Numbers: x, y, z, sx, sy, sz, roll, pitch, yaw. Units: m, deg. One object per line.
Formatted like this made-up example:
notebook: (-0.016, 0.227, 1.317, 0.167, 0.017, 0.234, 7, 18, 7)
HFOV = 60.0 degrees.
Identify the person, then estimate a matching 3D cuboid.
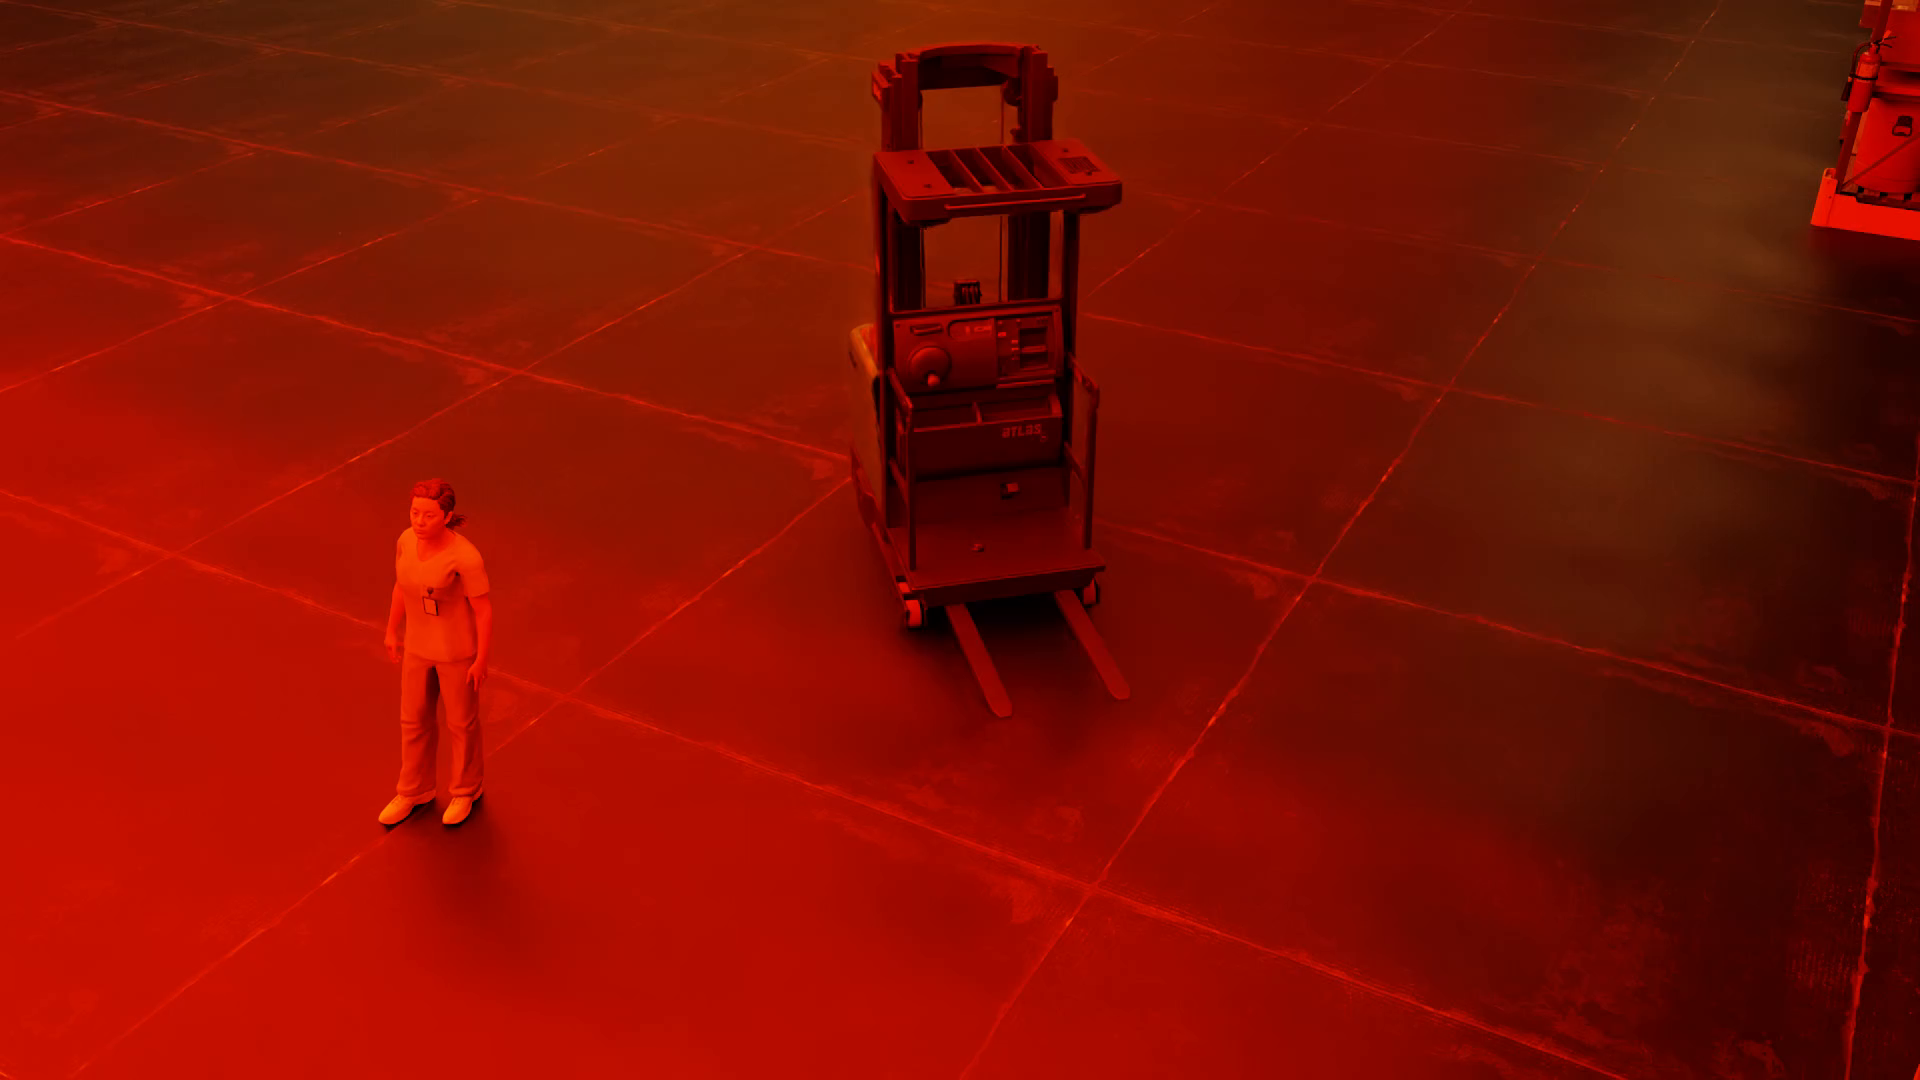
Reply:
person: (-2.351, 0.527, 7.410, 0.549, 1.662, 0.549, 12, 32, 19)

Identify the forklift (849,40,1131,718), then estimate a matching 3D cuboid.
forklift: (0.156, -0.990, 8.785, 1.130, 2.935, 3.031, -7, 31, -12)
